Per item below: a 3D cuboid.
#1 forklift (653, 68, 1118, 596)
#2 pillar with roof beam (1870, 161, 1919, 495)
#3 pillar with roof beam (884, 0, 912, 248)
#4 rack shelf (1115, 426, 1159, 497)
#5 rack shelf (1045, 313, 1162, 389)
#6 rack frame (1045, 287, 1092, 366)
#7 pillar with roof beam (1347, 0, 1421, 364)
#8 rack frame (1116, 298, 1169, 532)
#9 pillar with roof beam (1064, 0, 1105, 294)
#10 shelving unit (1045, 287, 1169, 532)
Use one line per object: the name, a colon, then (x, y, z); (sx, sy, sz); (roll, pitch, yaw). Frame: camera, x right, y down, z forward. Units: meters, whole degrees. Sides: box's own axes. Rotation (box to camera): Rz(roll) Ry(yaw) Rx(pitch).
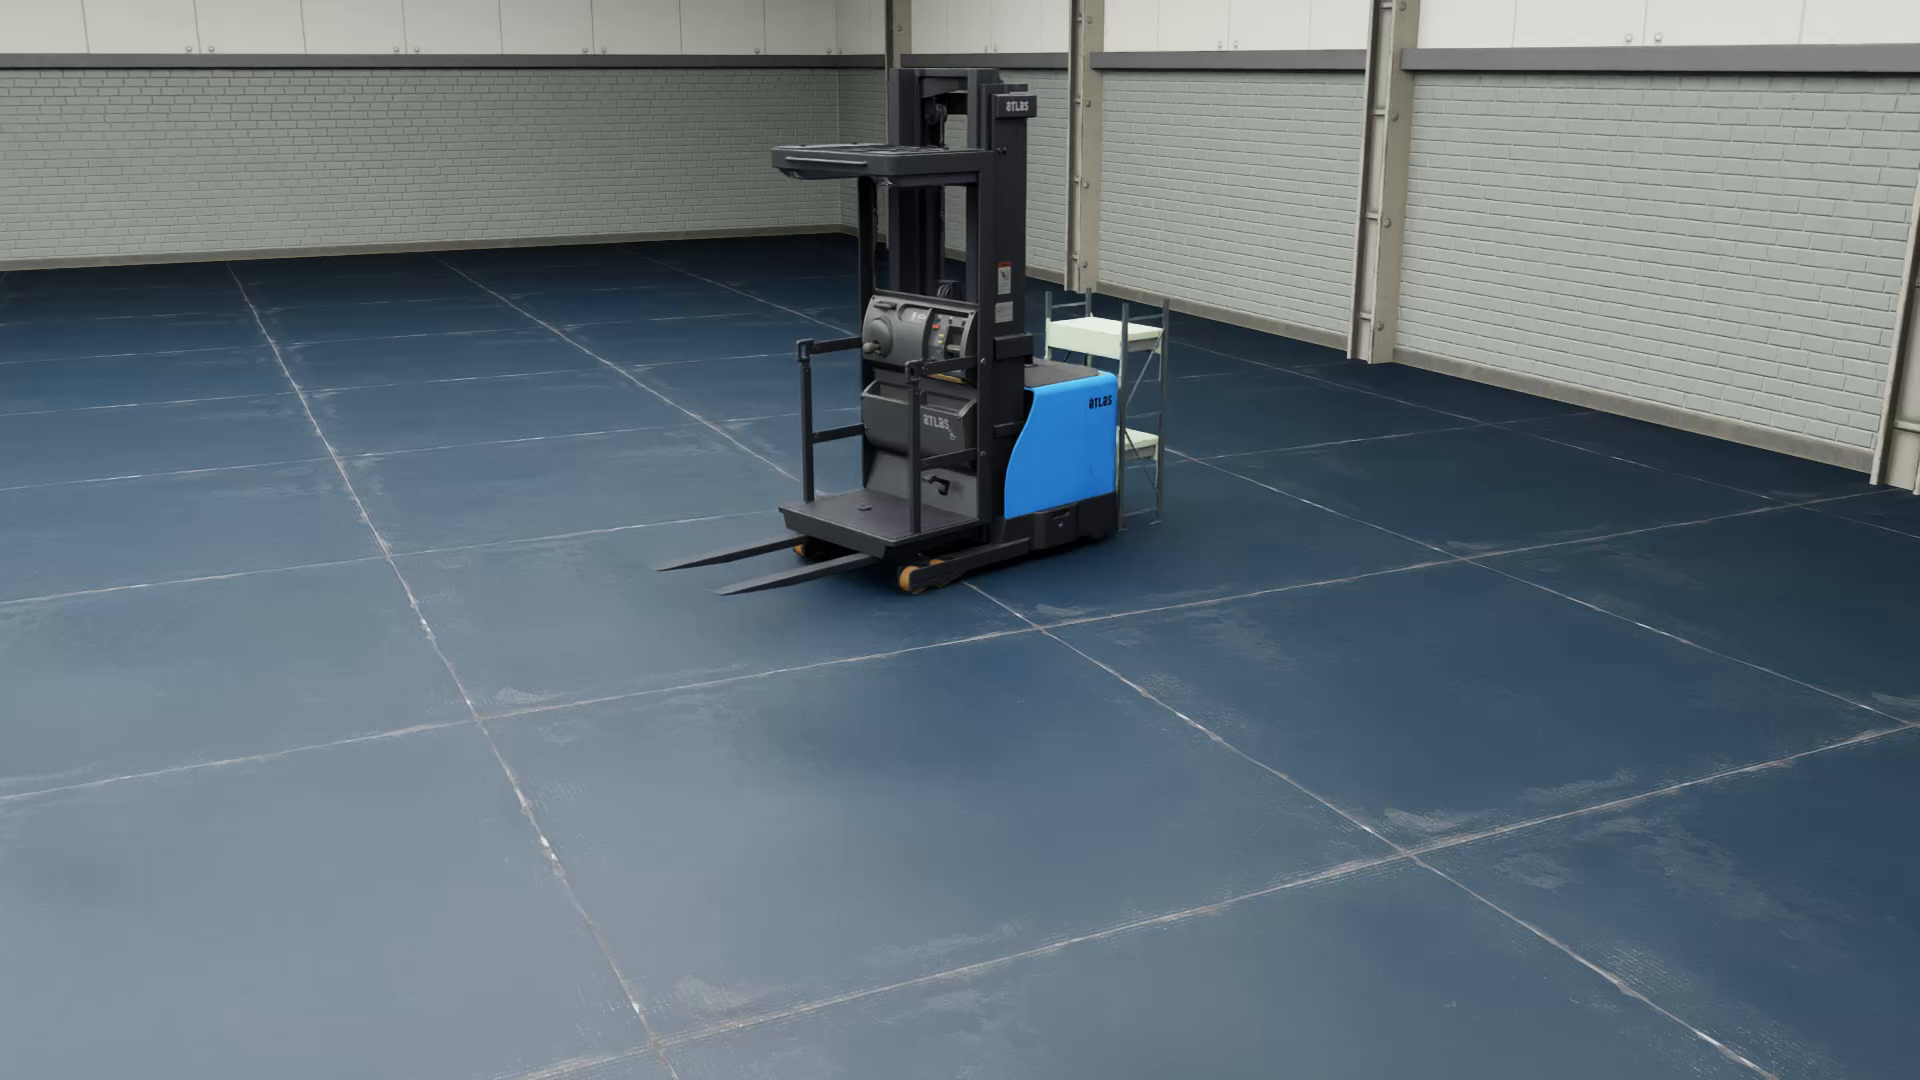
forklift: (-0.403, -1.254, 9.808); (3.031, 2.935, 1.130); (-15, 21, -41)
pillar with roof beam: (3.024, -4.191, 9.041); (9.100, 9.000, 0.400); (-8, 18, -25)
pillar with roof beam: (-4.861, -8.654, 24.594); (9.100, 9.000, 0.400); (-8, 18, -25)
rack shelf: (0.962, -0.572, 11.208); (0.431, 0.370, 0.720); (-13, 20, -37)
rack shelf: (0.962, -1.261, 11.010); (0.431, 0.370, 0.720); (-13, 20, -37)
rack frame: (0.732, -0.964, 11.392); (0.400, 1.500, 0.023); (-13, 20, -37)
pillar with roof beam: (0.396, -5.679, 14.225); (9.100, 9.000, 0.400); (-8, 18, -25)
rack frame: (1.191, -0.807, 10.844); (0.400, 1.500, 0.023); (-13, 20, -37)
pillar with roof beam: (-2.233, -7.166, 19.409); (9.100, 9.000, 0.400); (-8, 18, -25)
shelving unit: (0.962, -0.886, 11.118); (0.431, 1.500, 0.755); (-13, 20, -37)
